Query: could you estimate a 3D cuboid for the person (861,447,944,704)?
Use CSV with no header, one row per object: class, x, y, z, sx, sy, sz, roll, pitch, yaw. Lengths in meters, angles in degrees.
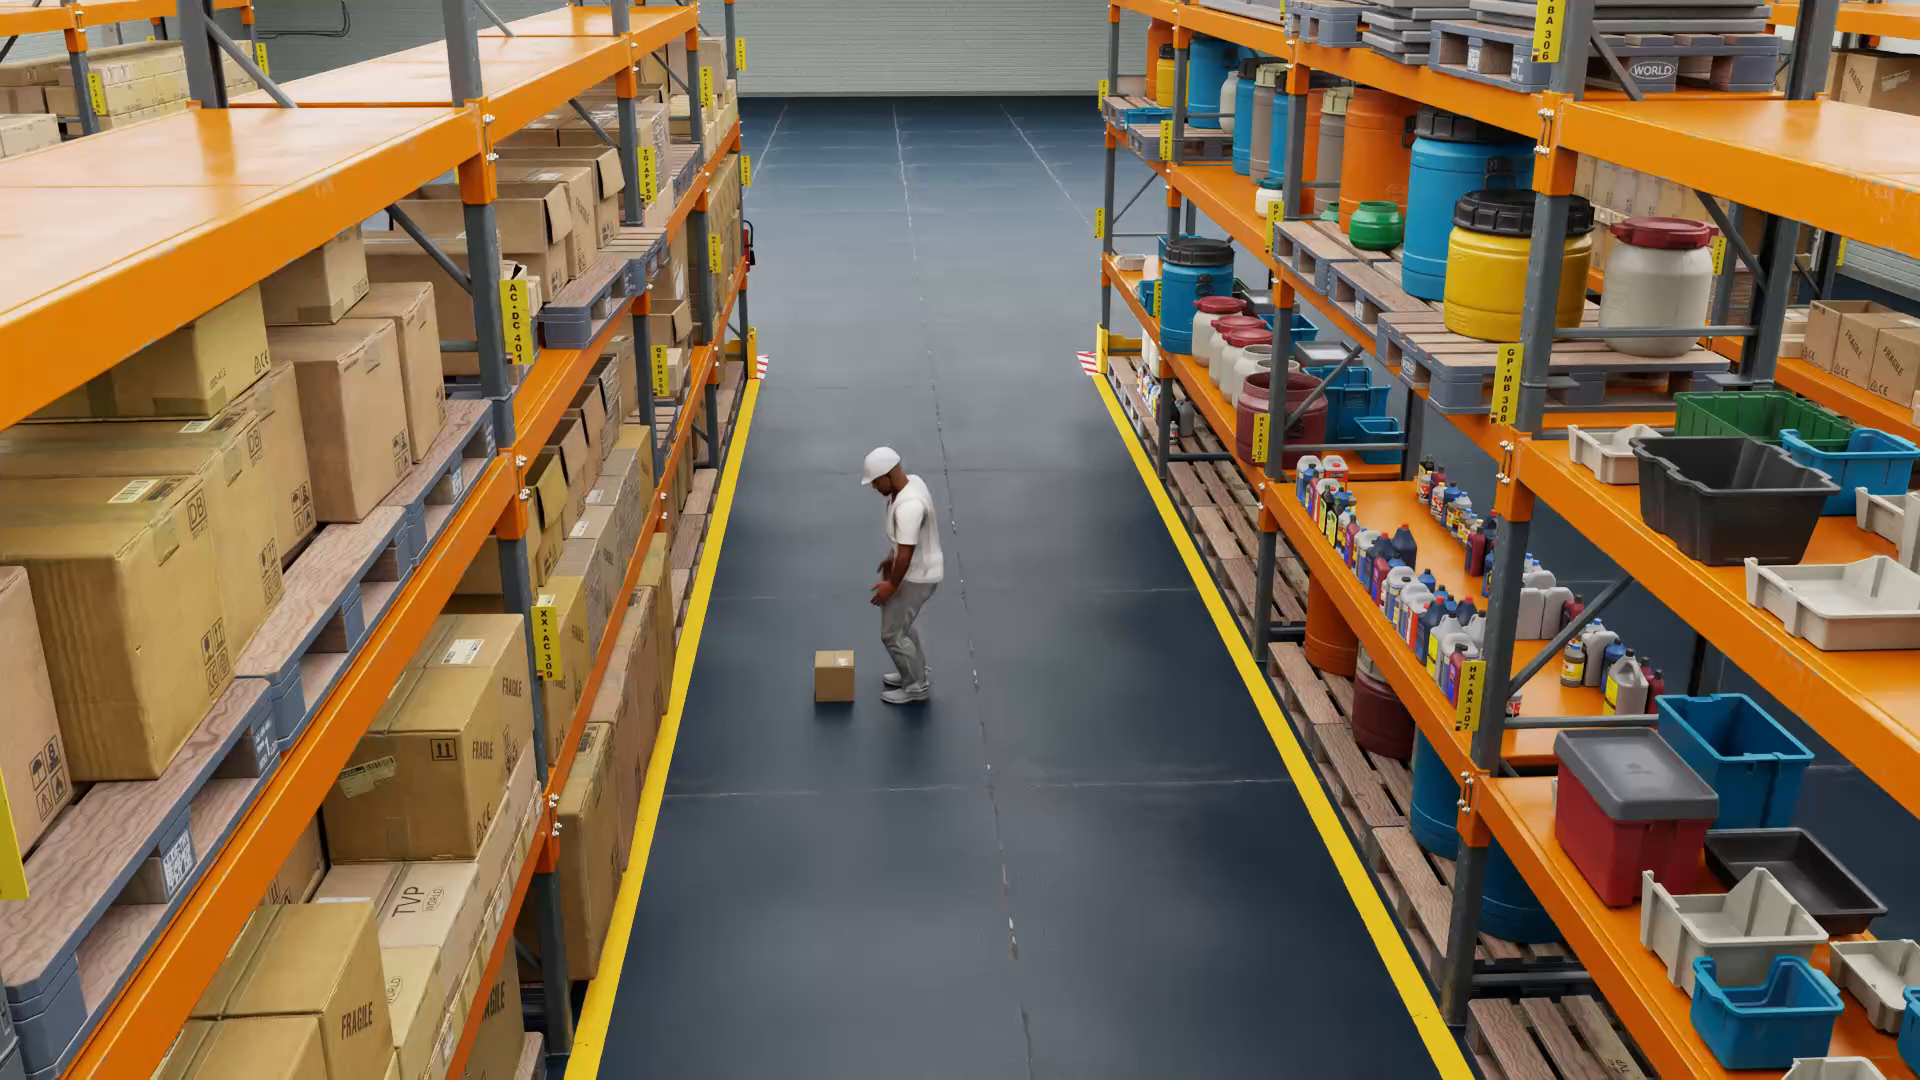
person,-0.359,0.216,10.582,0.511,1.682,0.602,-1,20,-2
